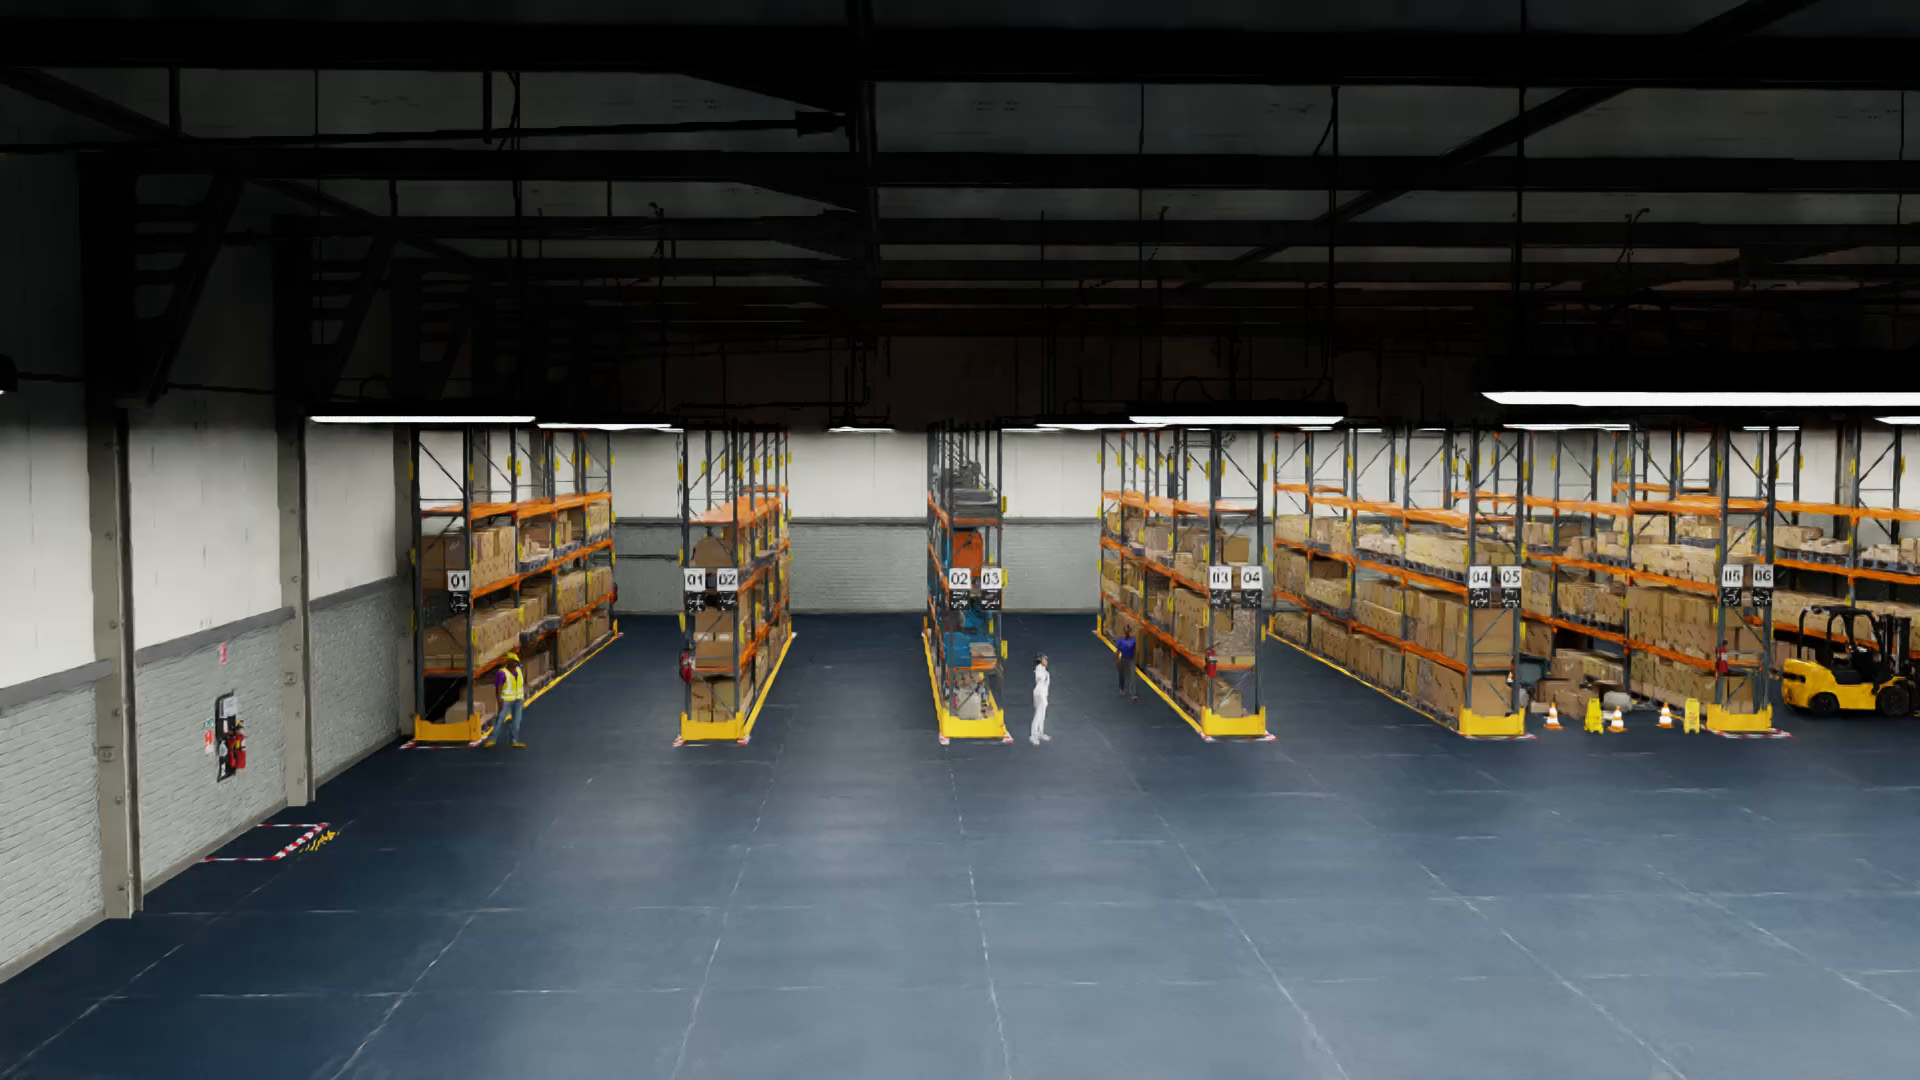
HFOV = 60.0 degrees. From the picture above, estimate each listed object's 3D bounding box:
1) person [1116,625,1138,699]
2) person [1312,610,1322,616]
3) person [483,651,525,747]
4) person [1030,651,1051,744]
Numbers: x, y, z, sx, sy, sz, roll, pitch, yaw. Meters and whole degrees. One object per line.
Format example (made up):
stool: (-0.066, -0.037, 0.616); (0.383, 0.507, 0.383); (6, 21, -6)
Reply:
person: (3.601, 2.612, 35.946); (0.449, 1.571, 1.075); (0, 4, 1)
person: (10.412, 1.721, 48.783); (0.496, 1.770, 0.636); (-1, 4, -13)
person: (-8.295, 2.909, 30.259); (0.501, 1.761, 0.743); (3, 5, 44)
person: (1.492, 2.894, 30.795); (0.372, 1.679, 0.625); (0, 4, 7)
